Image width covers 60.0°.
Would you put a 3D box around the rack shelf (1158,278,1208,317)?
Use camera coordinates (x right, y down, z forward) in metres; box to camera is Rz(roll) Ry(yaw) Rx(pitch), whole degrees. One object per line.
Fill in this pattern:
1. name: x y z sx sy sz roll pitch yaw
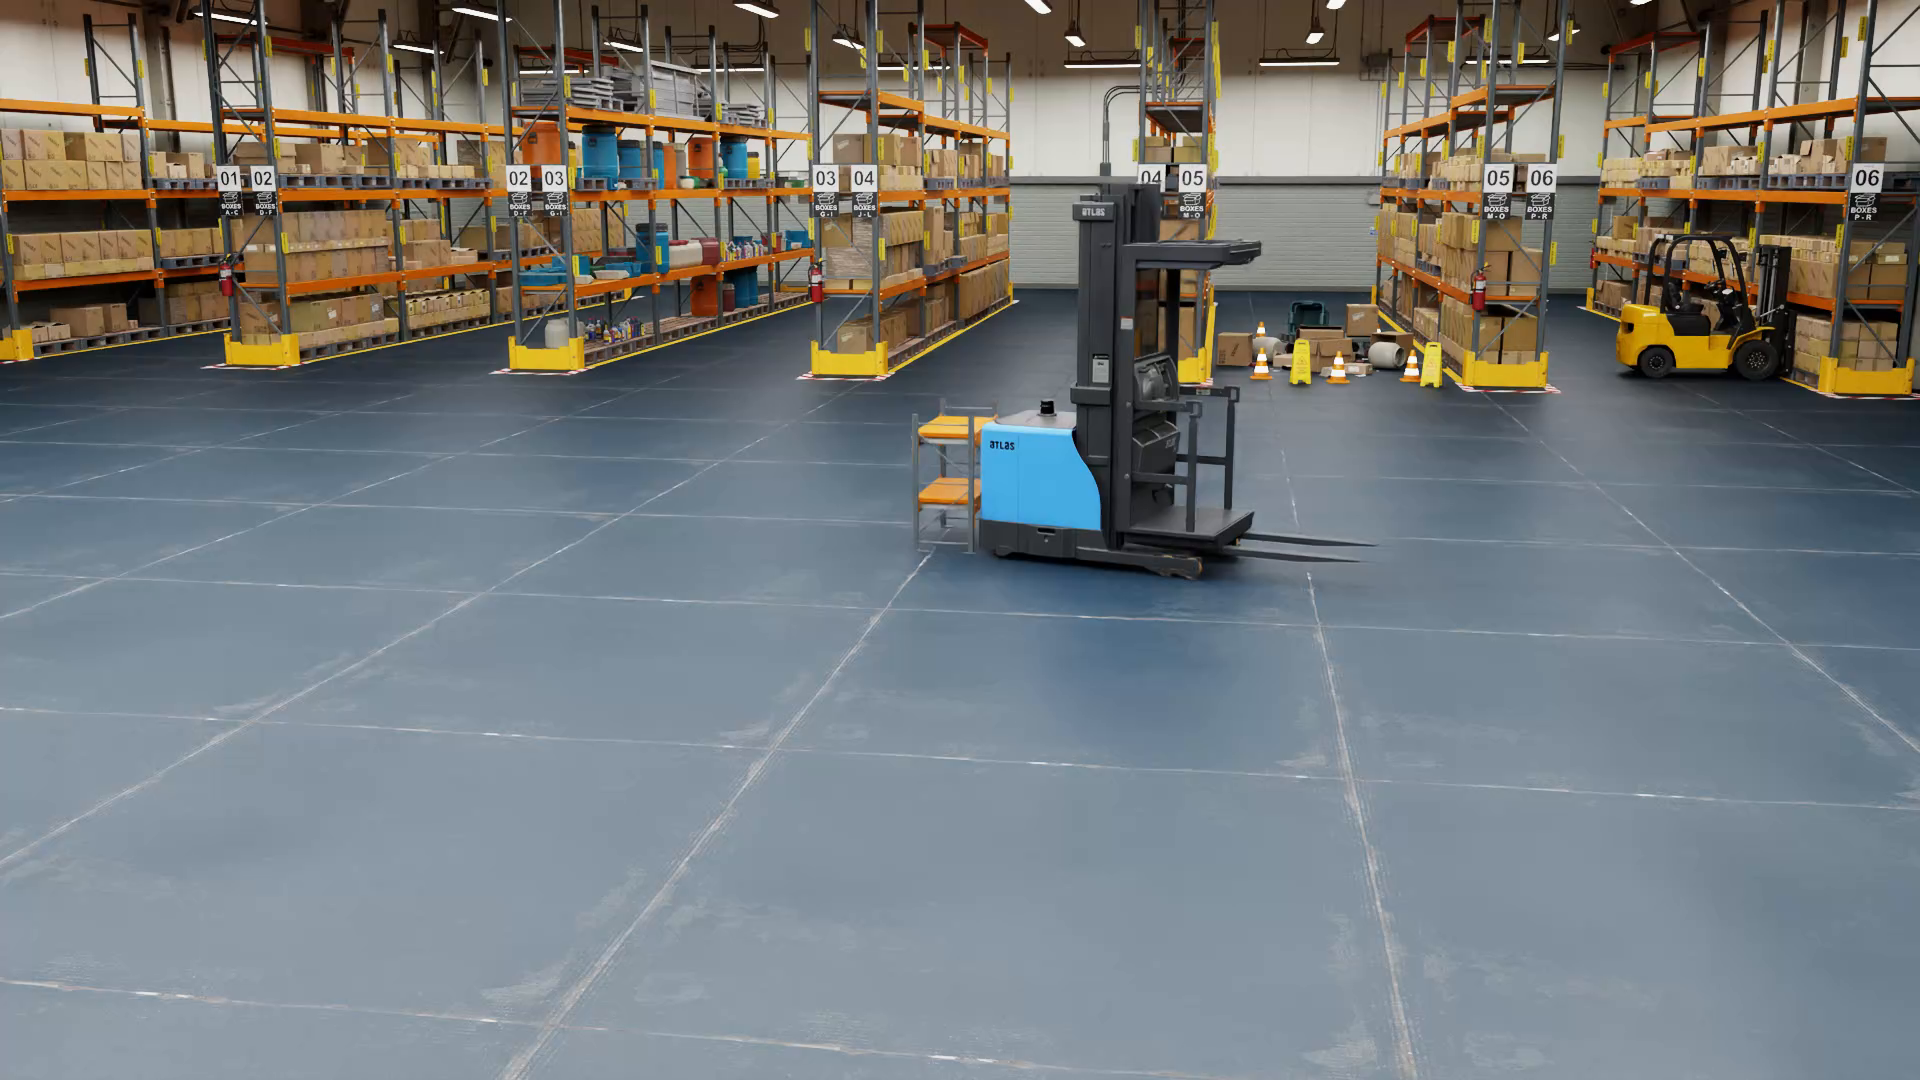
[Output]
1. rack shelf: 3.448 -3.952 26.917 1.077 0.370 4.000 2 12 9

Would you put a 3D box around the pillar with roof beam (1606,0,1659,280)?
1. pillar with roof beam: 12.464 -10.523 41.459 9.100 9.000 0.548 2 12 9

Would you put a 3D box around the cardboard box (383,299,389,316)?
1. cardboard box: -11.139 -4.452 31.730 0.500 0.311 0.500 2 12 9

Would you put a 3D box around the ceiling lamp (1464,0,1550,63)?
1. ceiling lamp: 13.525 -13.338 40.667 2.000 3.185 0.800 2 12 9

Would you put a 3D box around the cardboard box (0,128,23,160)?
1. cardboard box: -16.129 -6.636 27.889 0.500 0.500 0.500 1 12 5

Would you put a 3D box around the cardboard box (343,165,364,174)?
1. cardboard box: -10.833 -6.580 29.555 0.380 0.149 0.250 2 12 9

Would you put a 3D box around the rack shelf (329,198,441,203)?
1. rack shelf: -14.275 -8.579 41.270 1.077 0.370 4.000 2 12 9

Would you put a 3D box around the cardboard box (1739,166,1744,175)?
1. cardboard box: 13.436 -6.257 28.148 0.380 0.149 0.250 2 12 9

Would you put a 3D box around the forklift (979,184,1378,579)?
1. forklift: 1.712 -1.261 12.886 3.031 2.935 1.130 6 13 25

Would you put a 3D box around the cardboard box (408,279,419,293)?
1. cardboard box: -14.130 -6.506 42.001 0.700 0.500 0.500 1 12 7

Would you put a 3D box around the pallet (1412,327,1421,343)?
1. pallet: 9.156 -3.887 31.530 1.003 0.211 1.213 2 12 9

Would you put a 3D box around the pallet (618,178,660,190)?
1. pallet: -6.038 -6.283 29.354 1.213 0.211 1.003 2 12 9

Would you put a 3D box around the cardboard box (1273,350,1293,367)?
1. cardboard box: 5.311 -2.966 27.124 0.396 0.266 0.258 4 13 18

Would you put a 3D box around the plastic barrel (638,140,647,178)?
1. plastic barrel: -6.060 -7.022 31.148 0.600 0.901 0.600 0 12 0

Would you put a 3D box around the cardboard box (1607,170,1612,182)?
1. cardboard box: 15.017 -8.267 37.762 0.500 0.250 0.500 2 12 10

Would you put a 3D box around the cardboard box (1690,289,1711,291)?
1. cardboard box: 14.717 -4.923 33.113 0.380 0.149 0.250 2 12 9

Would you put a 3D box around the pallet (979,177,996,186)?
1. pallet: 0.237 -8.160 37.826 1.003 0.211 1.213 2 12 9

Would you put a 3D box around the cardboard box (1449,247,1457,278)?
1. cardboard box: 8.175 -4.483 26.730 0.500 0.500 0.500 2 12 8

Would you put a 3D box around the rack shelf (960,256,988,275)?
1. rack shelf: -0.207 -5.799 35.488 1.077 0.370 4.000 2 12 9

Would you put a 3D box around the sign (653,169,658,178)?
1. sign: -5.482 -6.512 29.951 0.100 0.325 0.005 2 12 9

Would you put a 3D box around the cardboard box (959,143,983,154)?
1. cardboard box: 0.251 -8.898 37.791 0.500 0.250 0.500 1 12 5

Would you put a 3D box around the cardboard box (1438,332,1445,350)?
1. cardboard box: 8.305 -3.327 27.843 0.500 0.250 0.500 1 12 6

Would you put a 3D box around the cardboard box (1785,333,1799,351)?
1. cardboard box: 12.865 -3.017 25.215 0.500 0.250 0.500 2 12 7

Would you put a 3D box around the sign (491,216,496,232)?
1. sign: -9.754 -6.605 34.771 0.100 0.325 0.005 2 12 9

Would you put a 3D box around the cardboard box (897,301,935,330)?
1. cardboard box: -0.837 -4.237 31.422 0.700 0.500 0.500 1 12 4

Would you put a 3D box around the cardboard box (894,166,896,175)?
1. cardboard box: -1.241 -5.976 26.893 0.380 0.149 0.250 1 12 6

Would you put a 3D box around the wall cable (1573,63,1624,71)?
1. wall cable: 17.546 -13.703 43.017 2.988 3.039 0.133 2 12 9

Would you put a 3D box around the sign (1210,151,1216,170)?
1. sign: 4.304 -6.460 28.313 0.100 0.325 0.005 2 12 9

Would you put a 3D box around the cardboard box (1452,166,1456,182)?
1. cardboard box: 8.254 -5.928 26.912 0.500 0.250 0.500 2 12 8

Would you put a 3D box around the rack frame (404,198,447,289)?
1. rack frame: -13.968 -7.881 43.442 1.000 3.000 0.127 2 12 9

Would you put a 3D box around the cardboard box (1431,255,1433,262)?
1. cardboard box: 8.747 -5.099 30.133 0.380 0.149 0.250 2 12 10

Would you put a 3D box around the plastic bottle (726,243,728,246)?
1. plastic bottle: -5.292 -6.580 37.682 0.061 0.283 0.133 2 12 9

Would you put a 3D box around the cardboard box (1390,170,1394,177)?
1. cardboard box: 10.113 -8.457 38.357 0.380 0.149 0.250 2 12 11

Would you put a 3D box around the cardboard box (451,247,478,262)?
1. cardboard box: -10.402 -5.938 34.638 0.500 0.311 0.500 3 12 12

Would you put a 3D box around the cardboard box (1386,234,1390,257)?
1. cardboard box: 9.848 -6.612 37.316 0.500 0.500 0.500 2 12 8

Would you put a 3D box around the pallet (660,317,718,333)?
1. pallet: -5.566 -4.371 33.776 1.003 0.211 1.213 2 12 9

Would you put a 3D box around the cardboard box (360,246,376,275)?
1. cardboard box: -11.055 -5.069 30.159 0.700 0.500 0.500 2 12 8

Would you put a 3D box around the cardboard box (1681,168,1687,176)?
1. cardboard box: 14.119 -7.083 32.028 0.380 0.149 0.250 2 12 9

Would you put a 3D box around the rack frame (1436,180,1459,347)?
1. rack frame: 8.662 -4.580 28.127 1.000 3.000 0.127 2 12 9

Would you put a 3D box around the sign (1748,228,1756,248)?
1. sign: 13.030 -4.963 27.343 0.100 0.325 0.005 2 12 9

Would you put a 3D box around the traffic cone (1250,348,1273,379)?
1. traffic cone: 4.625 -2.711 25.476 0.336 0.463 0.334 2 12 9

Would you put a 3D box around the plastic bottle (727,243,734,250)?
1. plastic bottle: -4.952 -6.249 35.986 0.144 0.351 0.185 2 12 9

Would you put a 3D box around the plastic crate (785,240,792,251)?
1. plastic crate: -4.241 -7.072 39.942 0.416 0.233 0.300 2 12 9

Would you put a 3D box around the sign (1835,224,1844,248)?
1. sign: 12.418 -4.290 23.469 0.100 0.325 0.005 2 12 9

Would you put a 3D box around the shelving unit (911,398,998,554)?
1. shelving unit: -0.029 -0.555 13.899 0.538 1.125 1.048 3 12 12

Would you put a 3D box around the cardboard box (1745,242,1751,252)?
1. cardboard box: 13.422 -4.919 27.921 0.380 0.149 0.250 2 12 8

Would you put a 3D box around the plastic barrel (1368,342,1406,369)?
1. plastic barrel: 6.869 -2.967 26.757 0.421 0.421 0.512 -10 16 -40

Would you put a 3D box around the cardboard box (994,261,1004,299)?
1. cardboard box: 0.556 -6.241 39.878 0.875 0.875 0.875 2 12 9

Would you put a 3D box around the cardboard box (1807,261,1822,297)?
1. cardboard box: 12.857 -3.855 24.525 0.500 0.500 0.500 2 12 10
